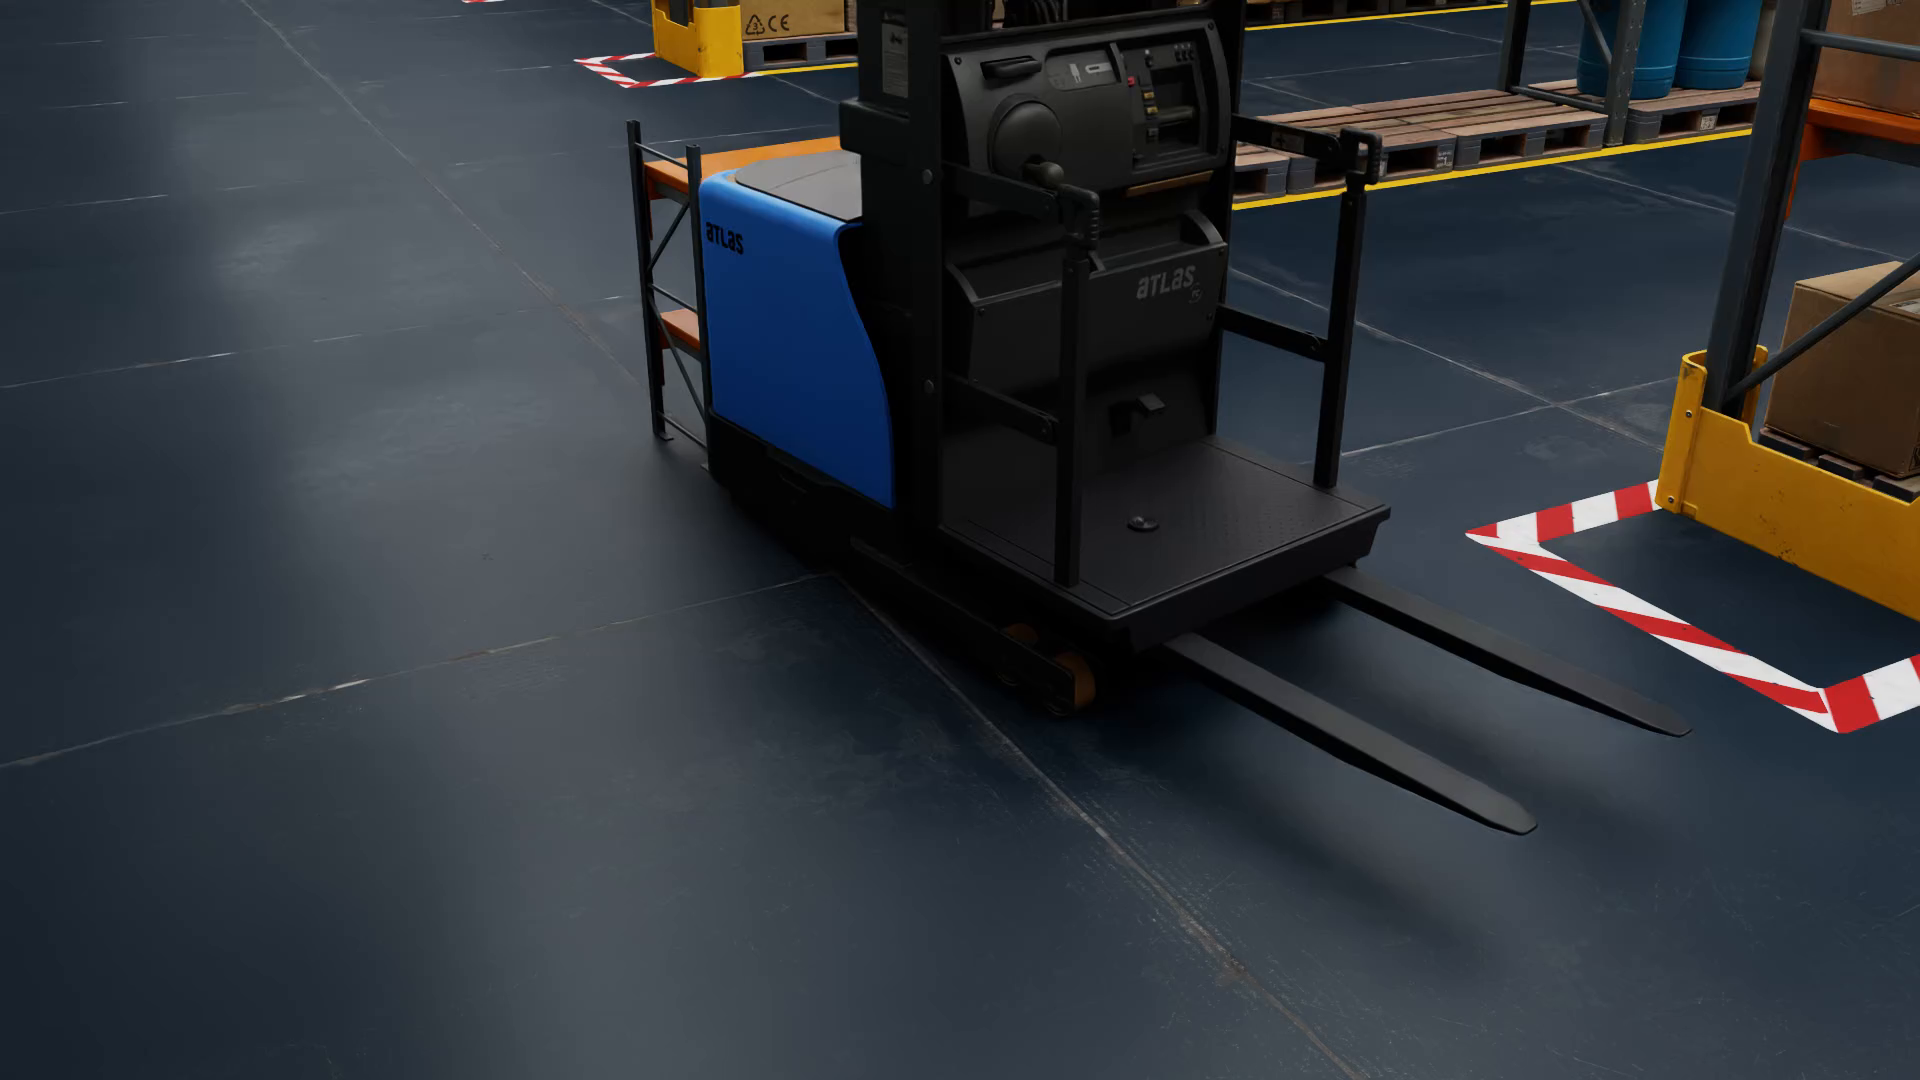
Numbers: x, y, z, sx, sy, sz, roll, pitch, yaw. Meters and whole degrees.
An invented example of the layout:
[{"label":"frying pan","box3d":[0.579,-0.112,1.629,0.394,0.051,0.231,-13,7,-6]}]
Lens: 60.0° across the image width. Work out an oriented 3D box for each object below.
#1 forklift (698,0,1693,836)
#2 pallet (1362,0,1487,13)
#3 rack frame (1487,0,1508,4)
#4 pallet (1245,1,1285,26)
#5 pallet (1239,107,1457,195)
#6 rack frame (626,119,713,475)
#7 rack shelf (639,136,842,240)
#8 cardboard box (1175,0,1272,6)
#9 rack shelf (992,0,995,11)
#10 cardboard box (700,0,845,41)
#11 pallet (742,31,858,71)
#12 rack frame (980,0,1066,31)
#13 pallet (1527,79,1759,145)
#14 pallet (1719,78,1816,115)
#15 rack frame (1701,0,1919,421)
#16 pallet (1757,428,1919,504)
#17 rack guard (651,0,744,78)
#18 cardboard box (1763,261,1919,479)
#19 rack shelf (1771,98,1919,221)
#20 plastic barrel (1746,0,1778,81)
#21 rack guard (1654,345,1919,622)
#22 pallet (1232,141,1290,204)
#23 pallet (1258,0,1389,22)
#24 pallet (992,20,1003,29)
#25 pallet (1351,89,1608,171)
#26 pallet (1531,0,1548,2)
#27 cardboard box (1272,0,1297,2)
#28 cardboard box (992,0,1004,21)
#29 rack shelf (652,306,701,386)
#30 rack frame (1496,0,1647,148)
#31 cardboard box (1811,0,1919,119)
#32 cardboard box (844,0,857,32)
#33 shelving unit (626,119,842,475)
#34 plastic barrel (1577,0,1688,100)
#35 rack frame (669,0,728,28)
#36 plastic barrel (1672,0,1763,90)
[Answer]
[{"label":"forklift","box3d":[0.488,-1.110,4.176,1.130,2.935,3.031,-19,32,-34]},{"label":"pallet","box3d":[4.308,-5.305,16.056,1.213,0.211,1.003,-13,29,-25]},{"label":"rack frame","box3d":[5.039,-6.694,15.727,0.127,3.000,1.000,-13,29,-25]},{"label":"pallet","box3d":[2.155,-4.808,15.021,1.213,0.211,1.003,-13,29,-25]},{"label":"pallet","box3d":[2.131,-2.316,9.830,1.213,0.211,1.003,-13,29,-25]},{"label":"rack frame","box3d":[-0.969,-0.817,5.653,0.032,1.125,0.500,-16,30,-30]},{"label":"rack shelf","box3d":[-0.549,-1.205,5.783,1.000,0.278,0.538,-16,30,-30]},{"label":"cardboard box","box3d":[2.065,-5.249,14.687,0.875,0.875,1.225,-13,29,-25]},{"label":"rack shelf","box3d":[2.075,-3.256,9.398,4.000,0.370,1.077,-13,29,-25]},{"label":"cardboard box","box3d":[-1.493,-4.457,13.038,0.875,0.875,0.875,-13,29,-25]},{"label":"pallet","box3d":[-1.352,-4.001,13.339,1.213,0.211,1.003,-13,29,-25]},{"label":"rack frame","box3d":[0.310,-3.173,8.394,0.127,3.000,1.000,-13,29,-25]},{"label":"pallet","box3d":[4.540,-2.872,10.988,1.213,0.211,1.003,-13,29,-25]},{"label":"pallet","box3d":[5.618,-3.122,11.509,1.213,0.211,1.003,-13,29,-25]},{"label":"rack frame","box3d":[2.638,-1.281,4.452,0.127,3.000,1.000,-13,29,-25]},{"label":"pallet","box3d":[3.408,-0.202,5.427,1.213,0.211,1.003,-13,29,-25]},{"label":"rack guard","box3d":[-2.041,-3.933,12.864,0.348,0.500,1.175,-13,29,-25]},{"label":"cardboard box","box3d":[3.002,-0.557,5.325,0.500,0.500,0.500,-13,29,-25]},{"label":"rack shelf","box3d":[4.403,-1.364,5.456,4.000,0.370,1.077,-13,29,-25]},{"label":"plastic barrel","box3d":[5.493,-3.385,11.224,0.421,0.512,0.421,0,26,0]},{"label":"rack guard","box3d":[2.705,-0.169,5.025,0.348,0.500,1.175,-13,29,-25]},{"label":"pallet","box3d":[1.056,-2.069,9.316,1.213,0.211,1.003,-13,29,-25]},{"label":"pallet","box3d":[3.232,-5.059,15.542,1.213,0.211,1.003,-13,29,-25]},{"label":"pallet","box3d":[-0.276,-4.247,13.853,1.213,0.211,1.003,-13,29,-25]},{"label":"pallet","box3d":[3.209,-2.566,10.351,1.213,0.211,1.003,-13,29,-25]},{"label":"pallet","box3d":[5.729,-5.596,16.661,1.213,0.211,1.003,-13,29,-25]},{"label":"cardboard box","box3d":[2.853,-5.431,15.067,0.875,0.875,1.225,-14,29,-27]},{"label":"cardboard box","box3d":[0.095,-4.824,13.801,0.875,0.875,0.875,-13,29,-25]},{"label":"rack shelf","box3d":[-0.549,-0.720,6.016,1.000,0.278,0.538,-16,30,-30]},{"label":"rack frame","box3d":[3.840,-3.988,10.091,0.127,3.000,1.000,-13,29,-25]},{"label":"cardboard box","box3d":[2.905,-1.521,4.837,0.500,0.500,0.500,-12,28,-24]},{"label":"cardboard box","box3d":[-0.690,-4.643,13.424,0.875,0.875,0.875,-13,29,-25]},{"label":"shelving unit","box3d":[-0.549,-0.941,5.910,1.048,1.125,0.538,-16,30,-30]},{"label":"plastic barrel","box3d":[4.328,-3.336,10.671,0.708,0.901,0.600,-13,29,-25]},{"label":"rack frame","box3d":[-2.020,-5.065,12.334,0.127,3.000,1.000,-13,29,-25]},{"label":"plastic barrel","box3d":[4.953,-3.480,10.972,0.708,0.901,0.600,-13,29,-25]}]
